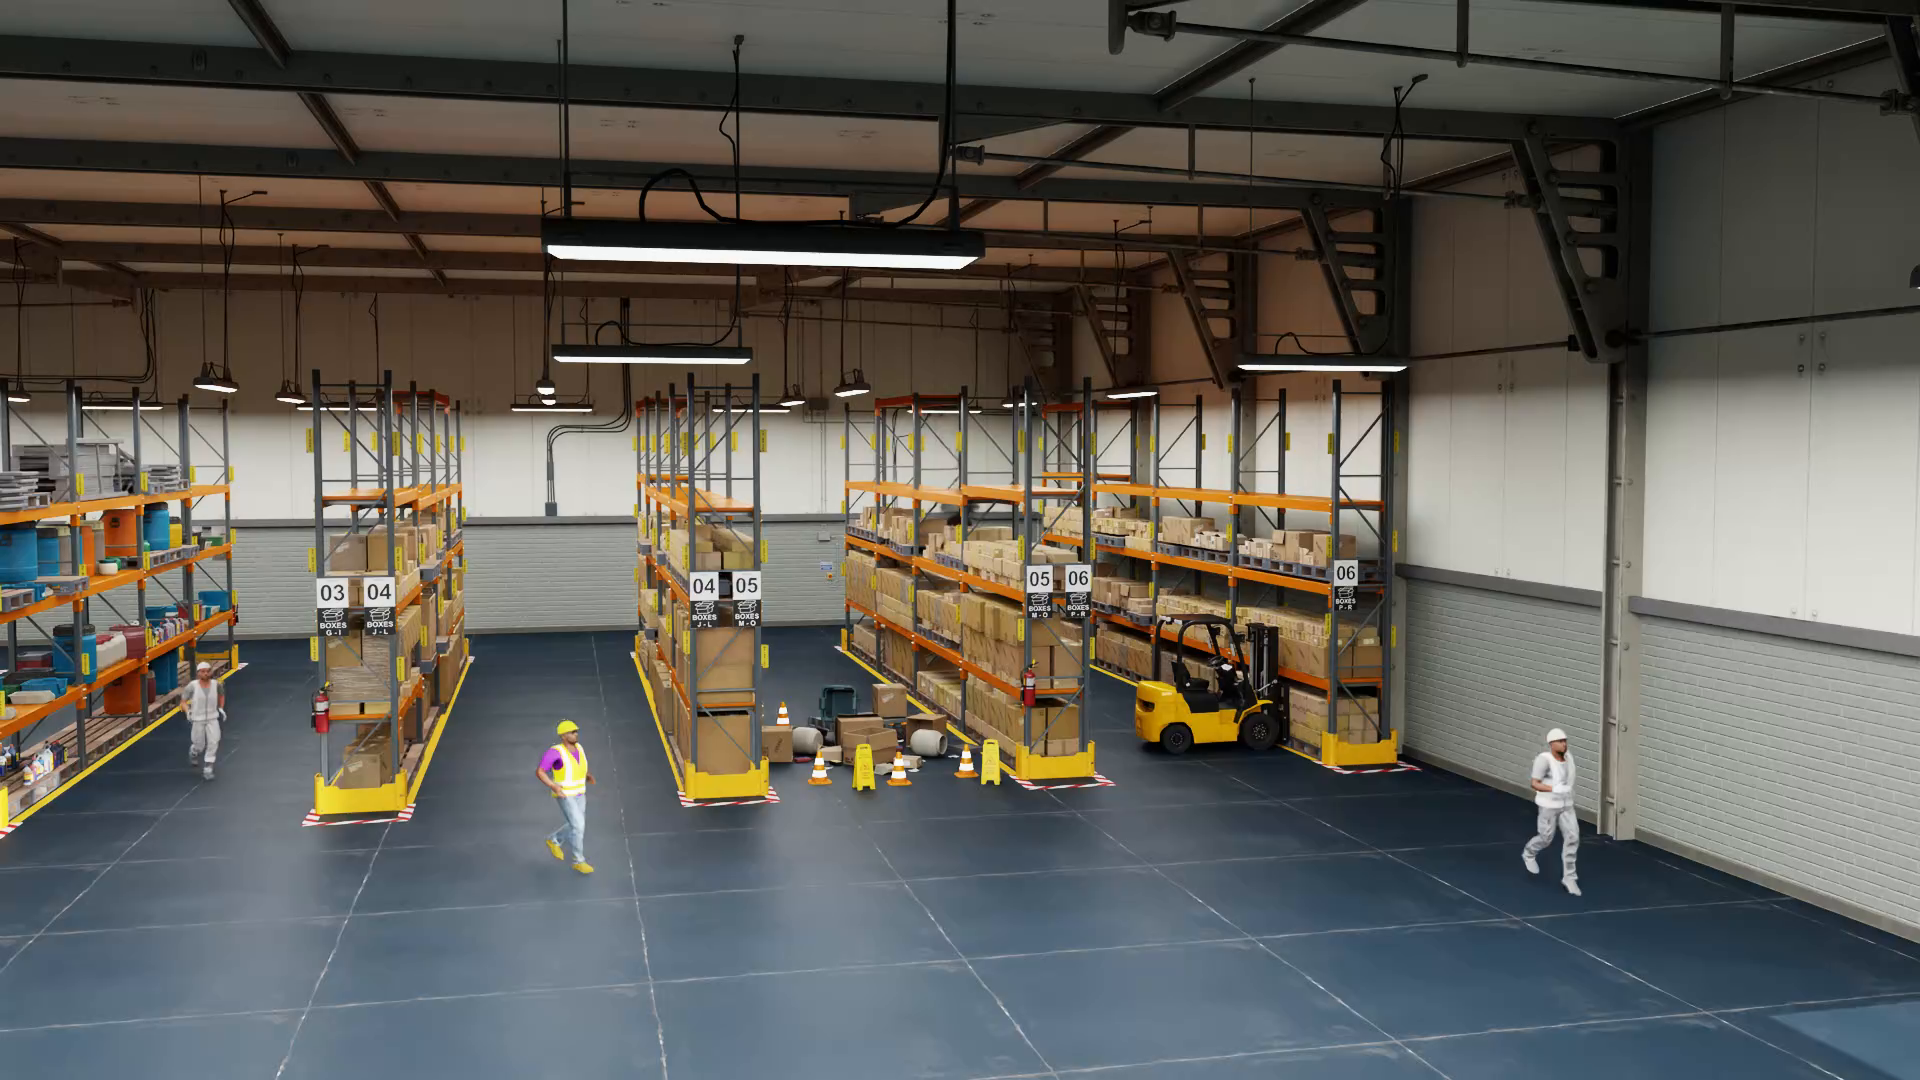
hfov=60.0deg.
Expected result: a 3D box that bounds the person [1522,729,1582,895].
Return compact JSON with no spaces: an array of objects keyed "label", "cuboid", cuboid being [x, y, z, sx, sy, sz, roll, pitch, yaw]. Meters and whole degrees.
[{"label":"person","cuboid":[6.702,3.040,18.821,0.712,1.846,0.914,-1,4,-23]}]

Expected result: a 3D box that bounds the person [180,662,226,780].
[{"label":"person","cuboid":[-11.348,2.690,24.955,0.646,1.748,0.770,-3,4,-38]}]

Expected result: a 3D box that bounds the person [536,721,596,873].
[{"label":"person","cuboid":[-4.622,2.996,19.542,0.783,1.759,0.706,2,4,27]}]
